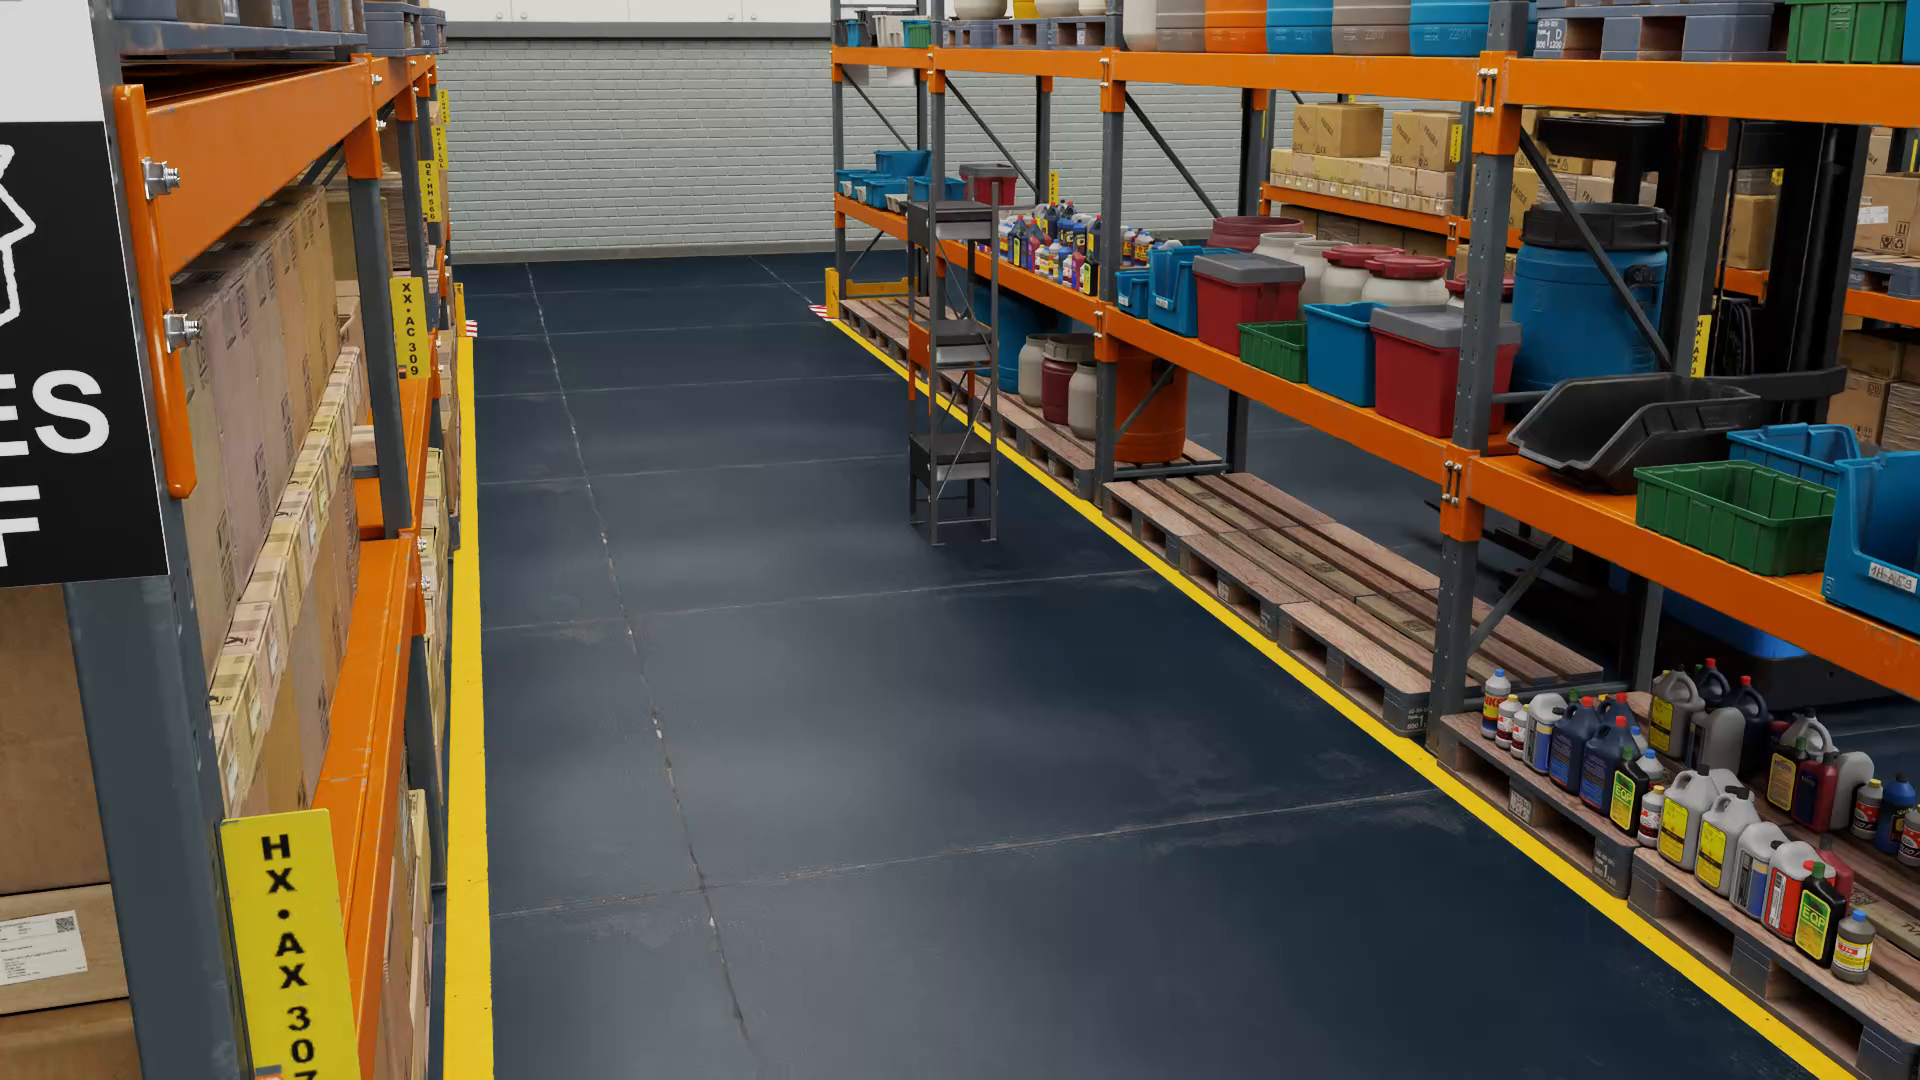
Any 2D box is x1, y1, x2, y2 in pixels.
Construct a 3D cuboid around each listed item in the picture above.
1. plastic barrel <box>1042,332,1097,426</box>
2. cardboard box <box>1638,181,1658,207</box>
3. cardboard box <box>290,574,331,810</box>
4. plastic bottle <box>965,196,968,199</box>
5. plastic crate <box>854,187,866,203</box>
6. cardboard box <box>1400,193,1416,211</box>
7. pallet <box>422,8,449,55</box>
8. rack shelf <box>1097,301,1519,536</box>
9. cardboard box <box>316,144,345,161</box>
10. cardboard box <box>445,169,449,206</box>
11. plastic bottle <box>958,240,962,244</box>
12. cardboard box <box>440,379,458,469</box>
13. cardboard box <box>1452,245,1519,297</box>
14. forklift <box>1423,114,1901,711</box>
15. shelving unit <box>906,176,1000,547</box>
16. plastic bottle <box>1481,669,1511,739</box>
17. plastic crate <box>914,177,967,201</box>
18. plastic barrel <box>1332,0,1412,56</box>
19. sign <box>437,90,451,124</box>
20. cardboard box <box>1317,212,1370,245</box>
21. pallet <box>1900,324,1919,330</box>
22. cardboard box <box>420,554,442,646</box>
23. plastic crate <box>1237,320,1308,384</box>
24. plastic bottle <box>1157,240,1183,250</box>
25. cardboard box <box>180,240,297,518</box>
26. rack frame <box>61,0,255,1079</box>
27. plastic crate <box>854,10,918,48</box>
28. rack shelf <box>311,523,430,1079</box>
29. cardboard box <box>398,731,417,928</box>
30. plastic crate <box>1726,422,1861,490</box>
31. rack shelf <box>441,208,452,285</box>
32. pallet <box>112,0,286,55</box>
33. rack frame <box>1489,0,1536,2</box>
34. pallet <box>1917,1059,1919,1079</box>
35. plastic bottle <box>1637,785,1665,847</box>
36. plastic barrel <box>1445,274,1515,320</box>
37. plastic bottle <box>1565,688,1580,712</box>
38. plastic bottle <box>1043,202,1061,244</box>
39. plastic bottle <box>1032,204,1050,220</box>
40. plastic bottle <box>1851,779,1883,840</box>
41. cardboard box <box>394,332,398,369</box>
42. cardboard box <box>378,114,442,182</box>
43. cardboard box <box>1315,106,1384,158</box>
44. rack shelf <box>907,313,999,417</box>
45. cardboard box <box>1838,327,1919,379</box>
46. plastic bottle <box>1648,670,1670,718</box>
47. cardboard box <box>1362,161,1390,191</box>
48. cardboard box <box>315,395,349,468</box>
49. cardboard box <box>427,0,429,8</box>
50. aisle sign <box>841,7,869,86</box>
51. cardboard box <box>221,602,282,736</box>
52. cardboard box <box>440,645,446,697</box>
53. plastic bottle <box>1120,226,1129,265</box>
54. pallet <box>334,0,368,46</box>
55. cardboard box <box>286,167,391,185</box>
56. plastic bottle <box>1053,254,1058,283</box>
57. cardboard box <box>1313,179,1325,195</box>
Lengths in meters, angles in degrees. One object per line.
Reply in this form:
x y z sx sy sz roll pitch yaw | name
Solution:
0.896 -1.176 12.114 0.600 0.588 0.708 -5 17 -15 | plastic barrel
5.468 -2.521 12.958 0.500 0.500 0.500 -5 18 -17 | cardboard box
-1.752 0.314 3.518 0.700 0.500 0.500 -4 17 -14 | cardboard box
0.054 -2.632 13.585 0.144 0.351 0.185 -5 17 -15 | plastic bottle
-0.895 -3.421 16.481 0.250 0.136 0.298 -5 17 -15 | plastic crate
4.480 -3.261 16.032 0.380 0.149 0.250 -5 17 -16 | cardboard box
-3.134 -2.458 8.035 1.213 0.211 1.003 -4 17 -13 | pallet
1.907 -0.785 8.603 1.077 0.370 4.000 -5 17 -15 | rack shelf
-4.894 -3.045 12.964 0.500 0.500 0.500 -5 17 -15 | cardboard box
-5.220 -3.451 16.053 0.500 0.500 0.500 -4 17 -14 | cardboard box
0.034 -2.492 13.379 0.097 0.201 0.097 0 17 0 | plastic bottle
-3.539 -0.738 10.775 0.500 0.500 0.500 -5 17 -16 | cardboard box
5.215 -2.189 14.989 1.225 0.875 0.875 -5 17 -15 | cardboard box
3.523 -1.043 8.331 1.130 2.935 3.031 -5 17 -15 | forklift
-0.045 -1.051 9.802 0.431 2.100 0.503 -5 17 -15 | shelving unit
2.122 0.642 6.578 0.097 0.271 0.097 0 17 0 | plastic bottle
-0.199 -2.913 14.358 0.392 0.384 0.575 -5 17 -15 | plastic crate
1.928 -2.558 7.168 0.600 0.901 0.600 0 17 0 | plastic barrel
-5.066 -4.250 16.323 0.100 0.325 0.005 -5 17 -15 | sign
4.424 -3.049 17.851 0.875 0.875 0.875 -5 17 -15 | cardboard box
10.032 -1.995 16.225 1.003 0.211 1.213 -5 17 -15 | pallet
-2.457 0.245 6.997 0.500 0.311 0.500 -5 18 -17 | cardboard box
1.706 -0.935 8.218 0.450 0.188 0.662 -5 17 -15 | plastic crate
1.422 -1.897 11.269 0.152 0.276 0.135 -5 17 -15 | plastic bottle
-1.766 -0.317 3.363 0.700 0.500 0.500 -5 17 -15 | cardboard box
-1.211 0.921 1.673 0.949 2.616 0.053 -5 17 -15 | rack frame
-0.686 -4.859 15.806 0.504 0.338 0.767 -5 17 -15 | plastic crate
-1.758 0.712 3.619 1.077 0.370 4.000 -5 17 -15 | rack shelf
-1.844 0.821 4.752 0.500 0.500 0.500 -5 17 -15 | cardboard box
3.021 -0.221 5.732 0.499 0.251 0.616 -5 17 -15 | plastic crate
-5.056 -2.608 14.670 1.077 0.370 4.000 -5 17 -15 | rack shelf
-1.378 -0.672 1.913 1.003 0.211 1.213 -5 17 -15 | pallet
2.456 -3.450 5.795 1.000 3.000 0.127 -5 17 -15 | rack frame
3.271 1.623 4.183 1.003 0.211 1.213 -5 17 -15 | pallet
2.386 0.941 5.704 0.097 0.201 0.097 0 17 0 | plastic bottle
2.404 -0.924 7.577 0.433 0.535 0.433 0 17 0 | plastic barrel
2.340 0.715 6.315 0.061 0.283 0.133 -5 17 -15 | plastic bottle
0.737 -2.475 13.063 0.144 0.351 0.185 -5 17 -15 | plastic bottle
0.677 -2.647 13.765 0.152 0.276 0.135 -5 17 -15 | plastic bottle
3.152 0.926 5.754 0.097 0.201 0.097 0 17 0 | plastic bottle
-2.894 -0.945 8.322 0.380 0.149 0.250 -5 17 -15 | cardboard box
-4.365 -3.078 13.074 0.500 0.500 0.500 -4 17 -14 | cardboard box
4.079 -4.282 17.434 0.500 0.500 0.500 -5 17 -17 | cardboard box
-0.045 -1.038 9.806 0.431 0.518 0.480 -5 17 -15 | rack shelf
6.332 -1.264 11.224 0.500 0.250 0.500 -4 17 -13 | cardboard box
2.856 0.629 6.745 0.097 0.201 0.097 0 17 0 | plastic bottle
4.361 -3.637 16.590 0.500 0.250 0.500 -4 17 -14 | cardboard box
-1.813 -0.273 4.346 0.380 0.149 0.250 -5 17 -15 | cardboard box
-5.081 -4.849 15.060 0.500 0.250 0.500 -5 17 -15 | cardboard box
-1.147 -5.137 17.322 0.394 0.787 0.004 -5 17 -15 | aisle sign
-1.318 0.224 2.690 0.380 0.149 0.250 -5 17 -16 | cardboard box
-2.464 0.514 7.077 0.500 0.250 0.500 -5 18 -17 | cardboard box
1.168 -2.153 12.120 0.152 0.276 0.135 -5 17 -15 | plastic bottle
-2.048 -1.346 4.160 1.003 0.211 1.213 -5 17 -15 | pallet
-4.341 -2.314 11.538 0.700 0.500 0.500 -2 17 -6 | cardboard box
0.678 -1.844 11.222 0.097 0.201 0.097 0 17 0 | plastic bottle
3.985 -3.759 17.688 0.380 0.149 0.250 -5 17 -16 | cardboard box
